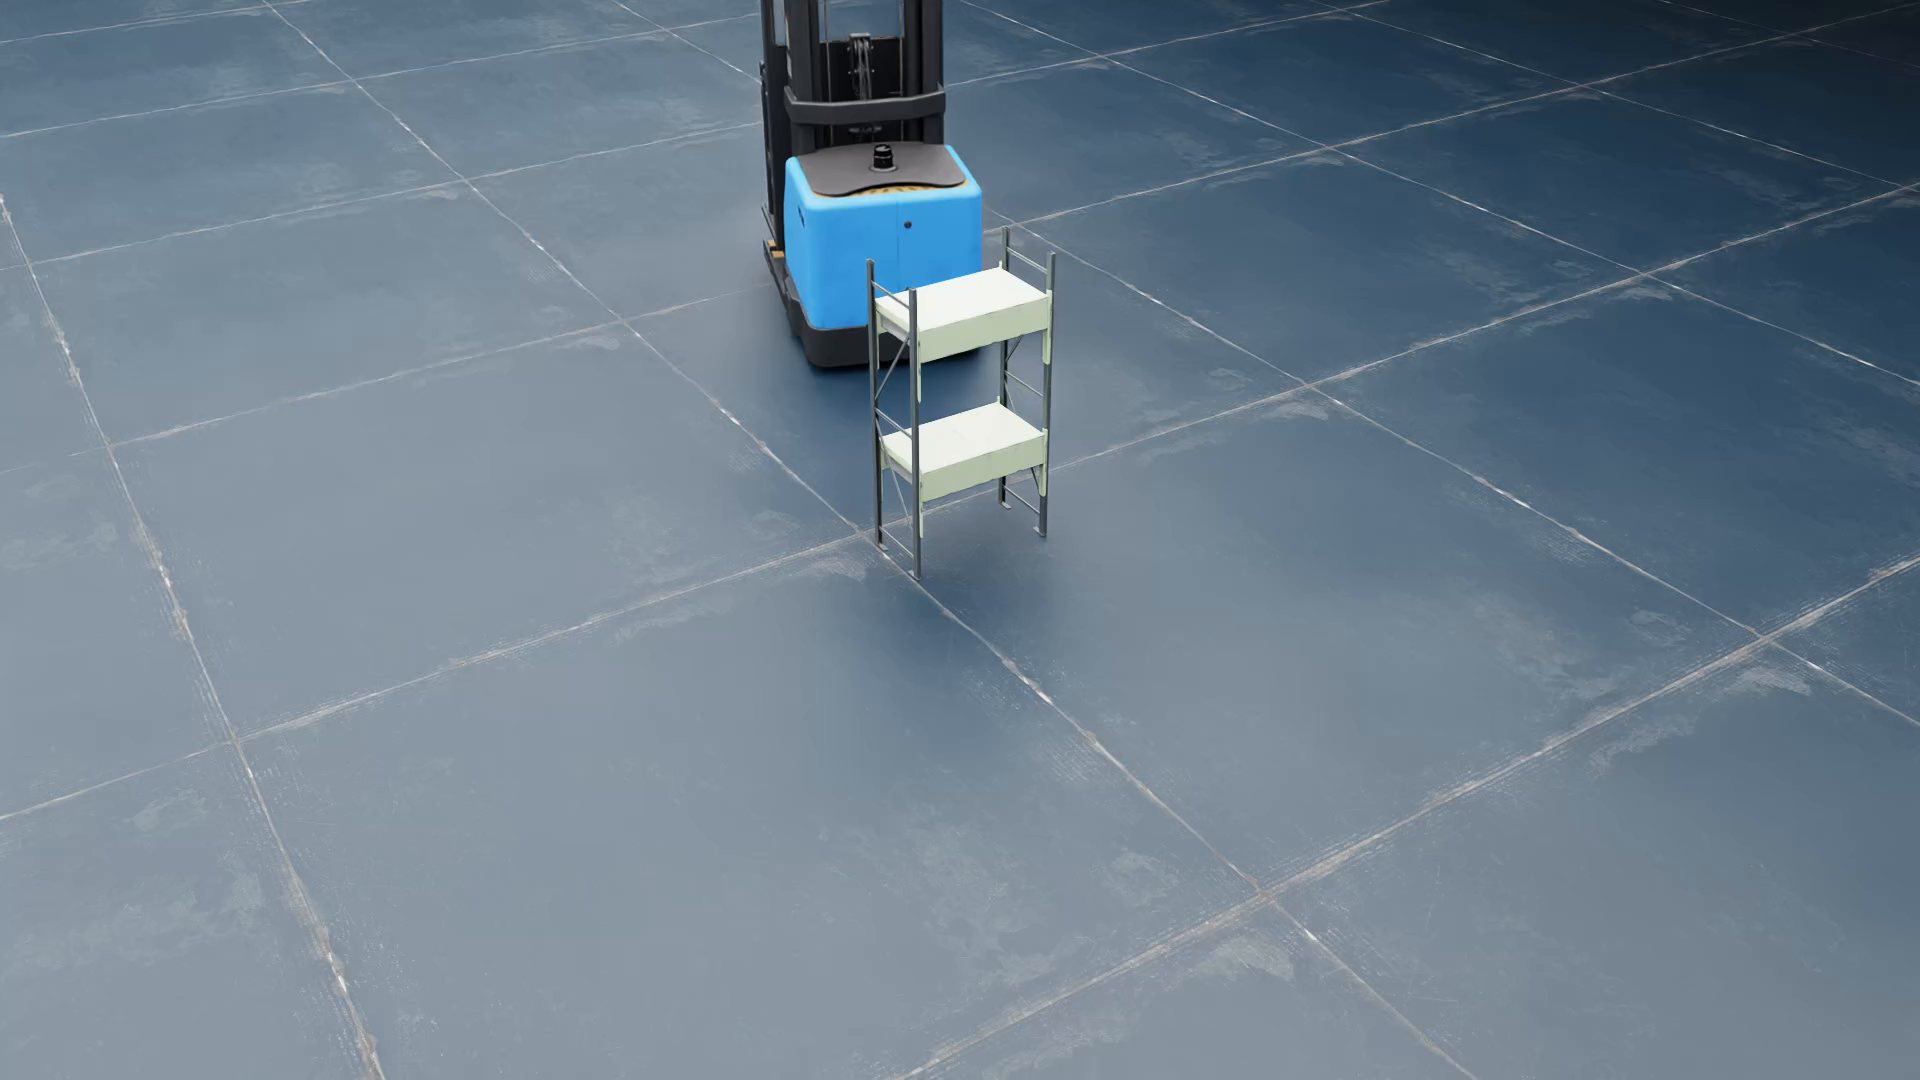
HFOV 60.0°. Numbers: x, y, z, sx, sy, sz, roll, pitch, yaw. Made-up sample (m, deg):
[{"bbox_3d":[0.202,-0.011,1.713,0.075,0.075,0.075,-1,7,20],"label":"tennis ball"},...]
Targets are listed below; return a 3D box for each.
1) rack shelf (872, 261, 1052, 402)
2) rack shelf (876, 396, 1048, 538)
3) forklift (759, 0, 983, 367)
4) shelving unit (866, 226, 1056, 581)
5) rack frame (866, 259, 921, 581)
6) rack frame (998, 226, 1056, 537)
[{"bbox_3d":[0.006,-0.966,7.645,0.720,0.370,0.431,-19,37,-27],"label":"rack shelf"},{"bbox_3d":[0.006,-0.361,8.027,0.720,0.370,0.431,-19,37,-27],"label":"rack shelf"},{"bbox_3d":[-0.700,-3.027,10.301,1.130,2.935,3.031,-7,33,-11],"label":"forklift"},{"bbox_3d":[0.006,-0.636,7.853,0.755,1.500,0.431,-19,37,-27],"label":"shelving unit"},{"bbox_3d":[-0.302,-0.530,7.685,0.023,1.500,0.400,-19,37,-27],"label":"rack frame"},{"bbox_3d":[0.313,-0.742,8.021,0.023,1.500,0.400,-19,37,-27],"label":"rack frame"}]
